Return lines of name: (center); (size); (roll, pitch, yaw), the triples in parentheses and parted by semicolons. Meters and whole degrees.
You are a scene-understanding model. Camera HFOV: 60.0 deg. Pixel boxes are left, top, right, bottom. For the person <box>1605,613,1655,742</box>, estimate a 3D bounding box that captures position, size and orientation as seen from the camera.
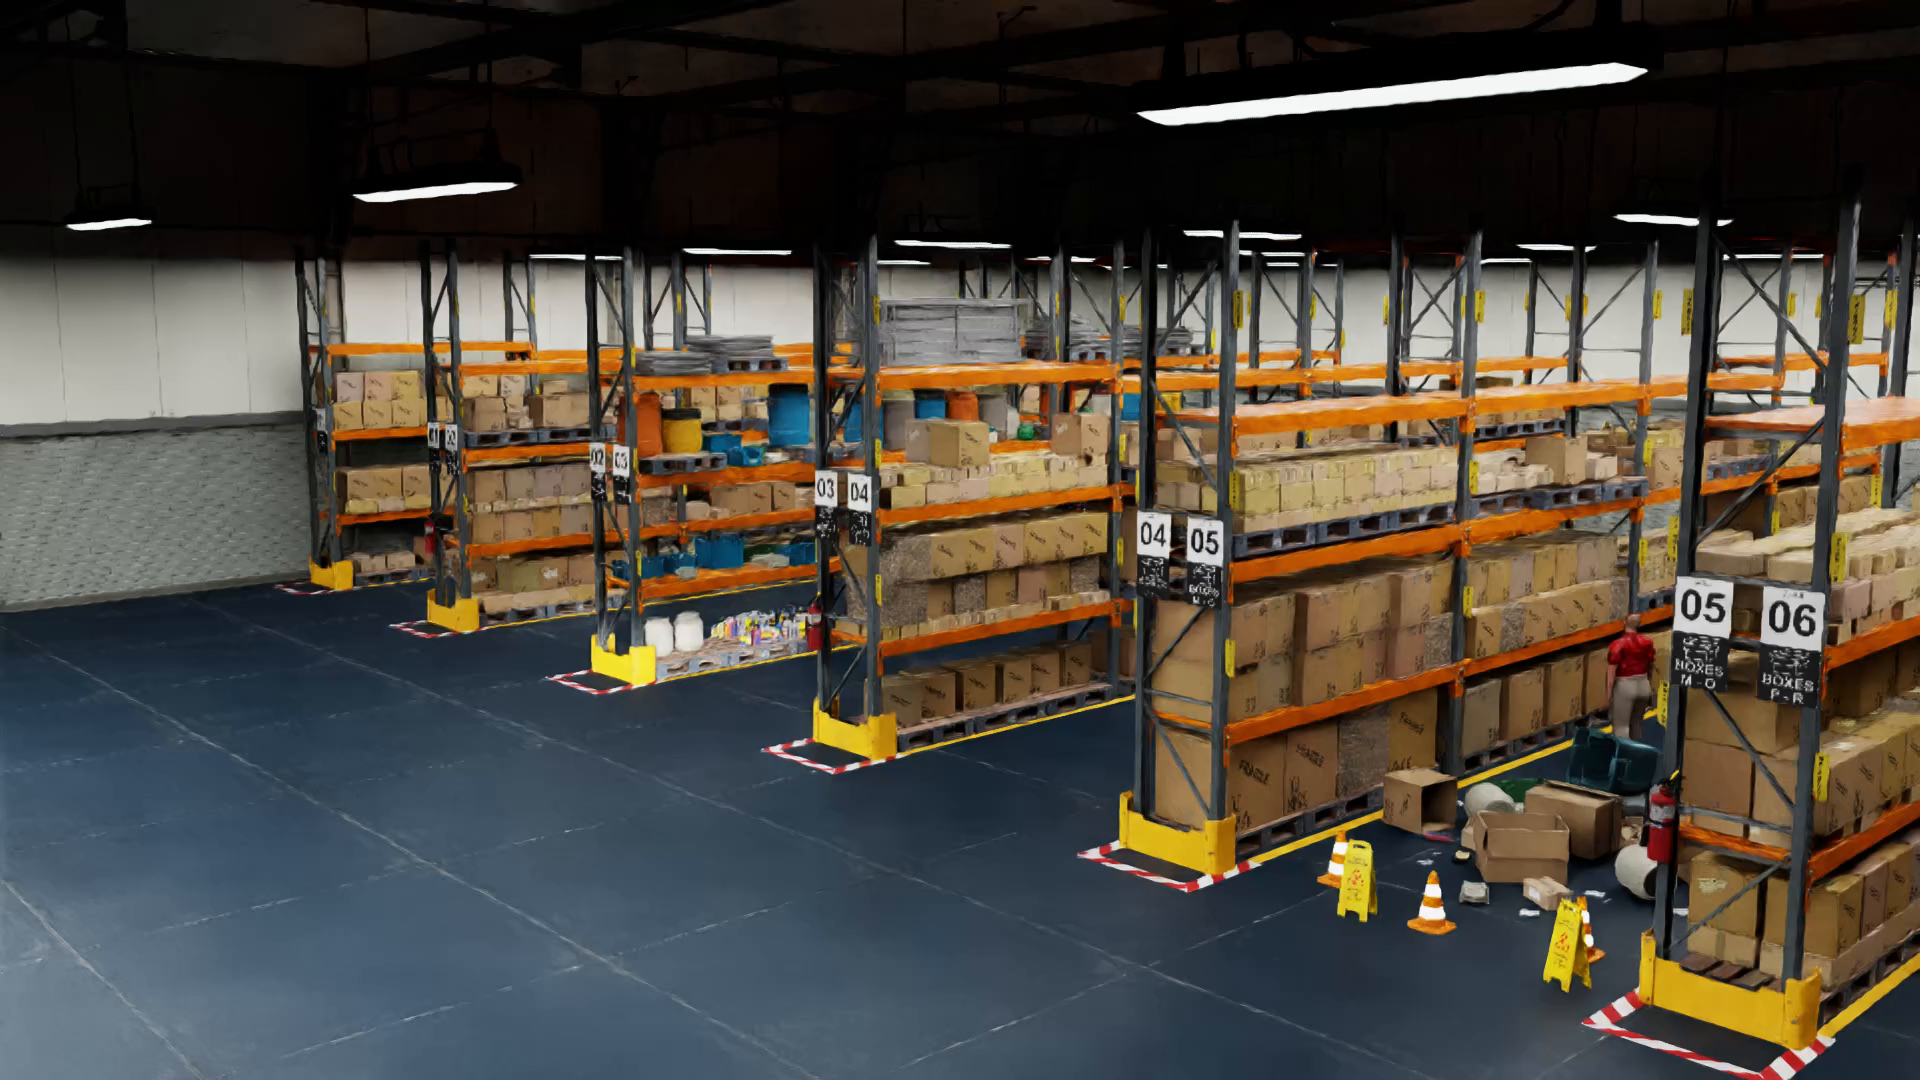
person: (7.295, 1.641, 18.249); (0.634, 1.732, 0.541); (-2, 9, -16)
